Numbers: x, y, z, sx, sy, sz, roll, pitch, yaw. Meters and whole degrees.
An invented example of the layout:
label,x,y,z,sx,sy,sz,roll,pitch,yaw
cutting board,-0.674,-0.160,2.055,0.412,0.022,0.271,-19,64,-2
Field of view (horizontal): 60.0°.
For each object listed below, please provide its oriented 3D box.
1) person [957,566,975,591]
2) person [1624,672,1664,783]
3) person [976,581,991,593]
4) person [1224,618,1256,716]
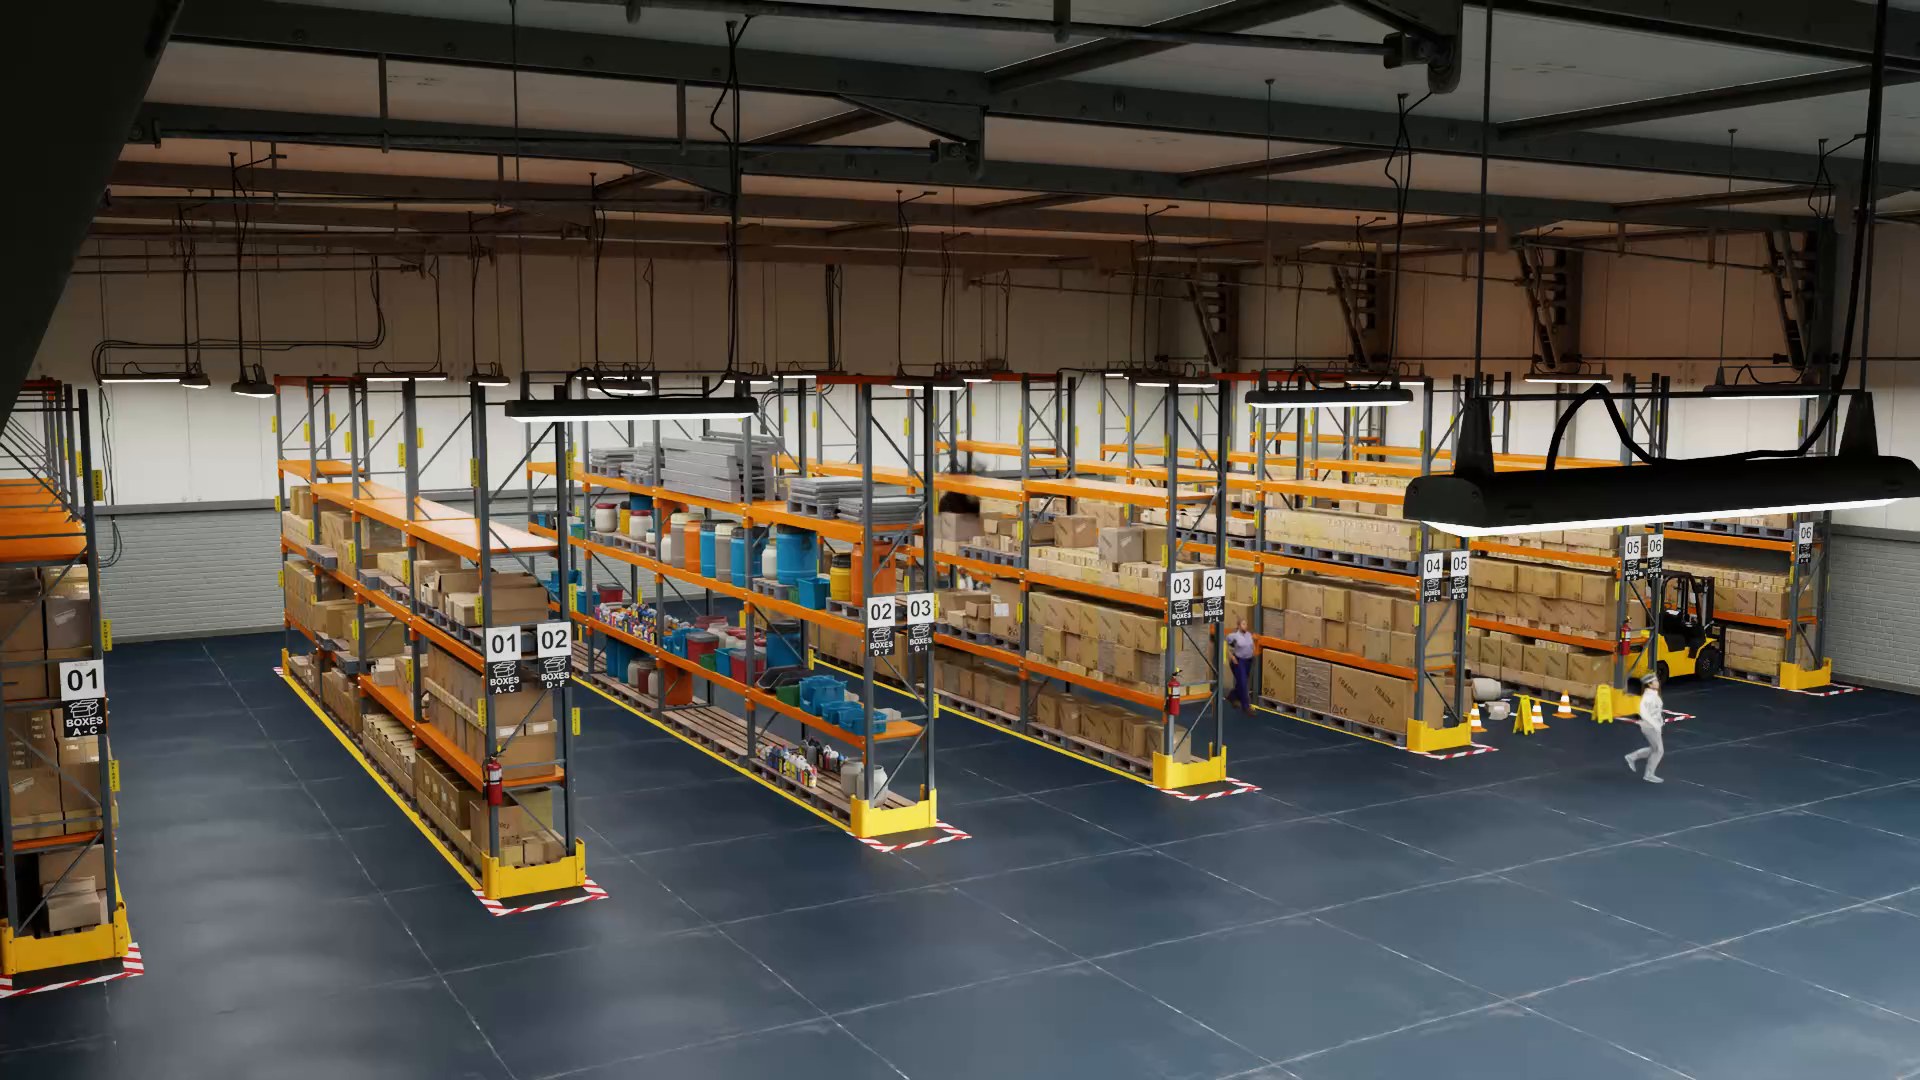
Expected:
label,x,y,z,sx,sy,sz,roll,pitch,yaw
person,0.037,1.385,37.190,0.663,1.819,0.912,-3,7,-27
person,10.285,2.790,24.939,0.561,1.675,0.616,3,7,25
person,0.586,0.886,42.017,0.540,1.697,0.713,5,8,40
person,4.902,2.183,28.999,0.602,1.648,0.837,-4,7,-32
